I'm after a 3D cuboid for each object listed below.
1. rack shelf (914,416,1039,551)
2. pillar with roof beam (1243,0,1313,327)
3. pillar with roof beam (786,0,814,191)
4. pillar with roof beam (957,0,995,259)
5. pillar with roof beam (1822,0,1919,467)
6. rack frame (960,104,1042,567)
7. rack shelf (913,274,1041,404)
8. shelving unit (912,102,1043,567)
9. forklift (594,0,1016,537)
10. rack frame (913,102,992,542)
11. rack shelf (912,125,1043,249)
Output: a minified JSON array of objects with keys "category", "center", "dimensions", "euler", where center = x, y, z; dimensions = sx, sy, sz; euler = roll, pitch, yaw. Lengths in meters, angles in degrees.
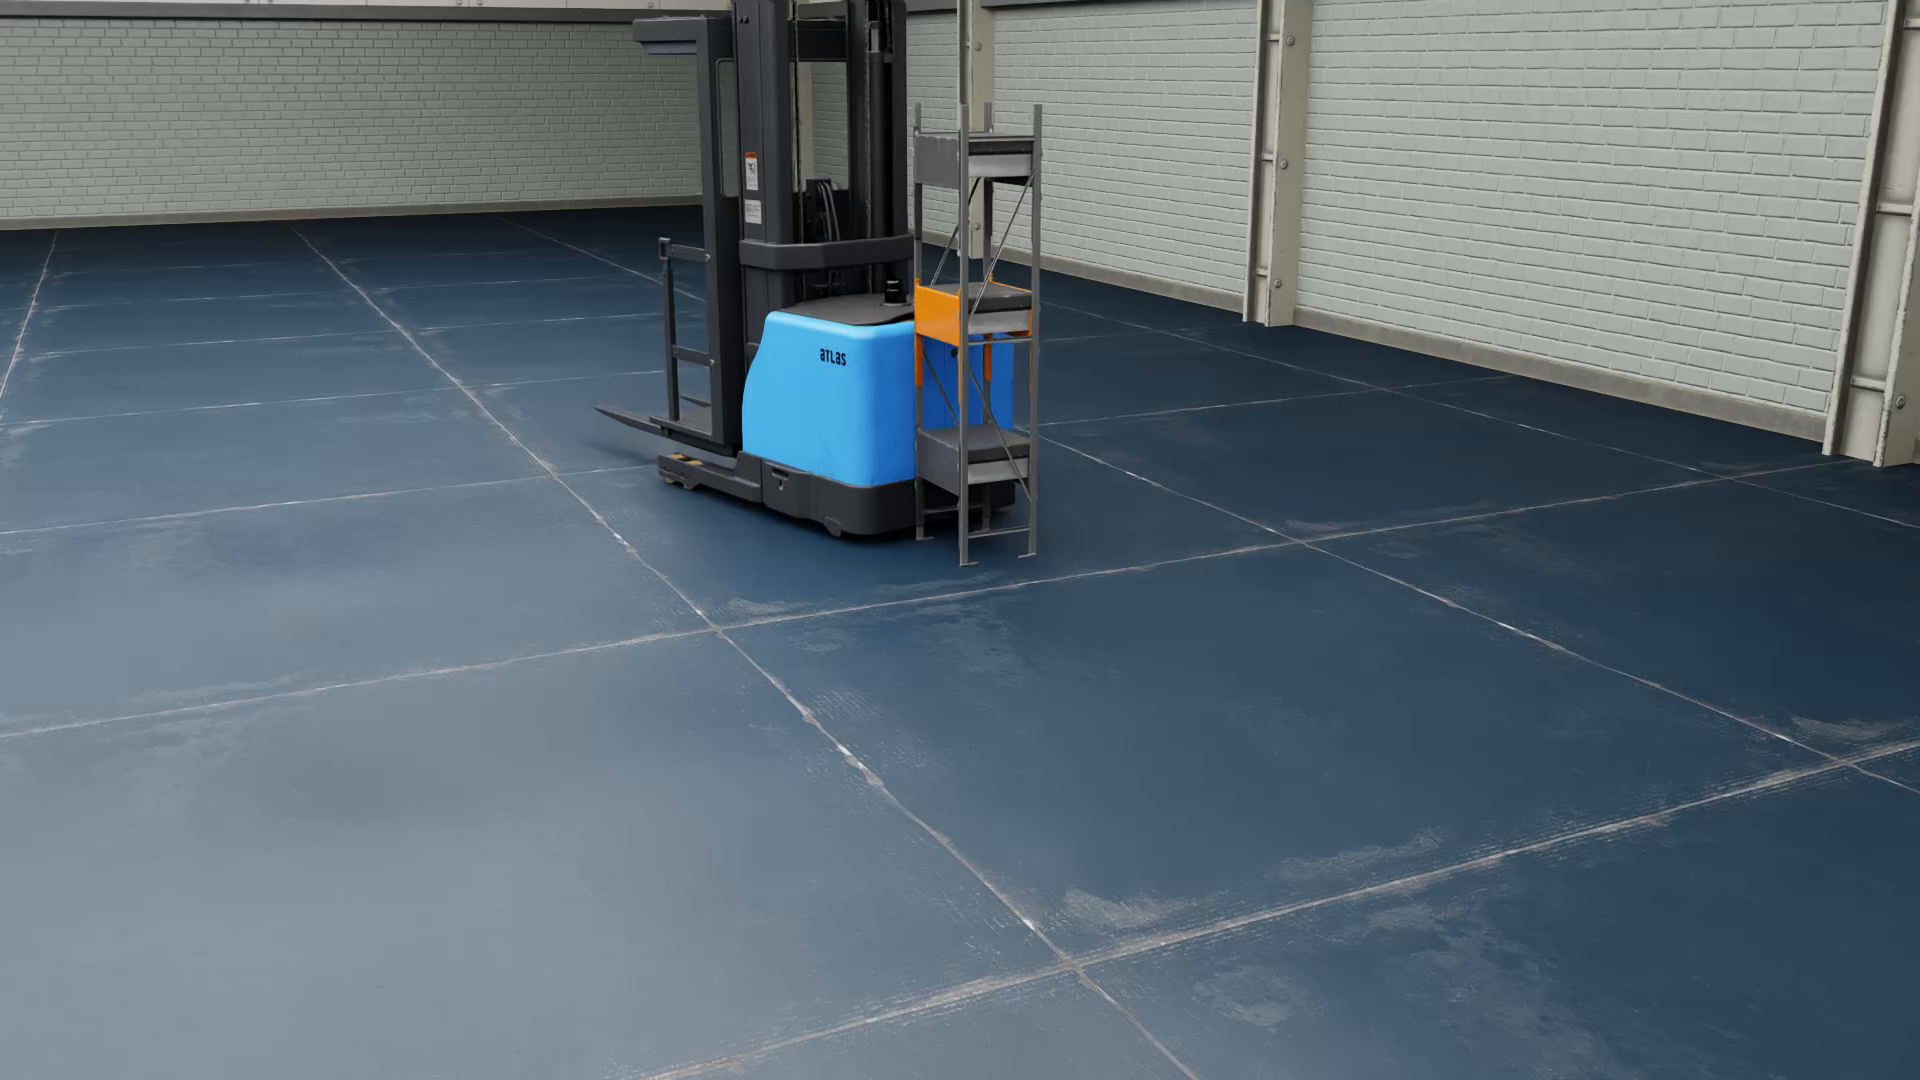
[{"category":"rack shelf","center":[0.074,-0.282,8.013],"dimensions":[0.431,0.518,0.480],"euler":[-8,18,-25]},{"category":"pillar with roof beam","center":[-1.054,-5.787,12.102],"dimensions":[9.100,9.000,0.400],"euler":[-8,18,-25]},{"category":"pillar with roof beam","center":[-6.311,-8.762,22.471],"dimensions":[9.100,9.000,0.400],"euler":[-8,18,-25]},{"category":"pillar with roof beam","center":[-3.683,-7.275,17.287],"dimensions":[9.100,9.000,0.400],"euler":[-8,18,-25]},{"category":"pillar with roof beam","center":[1.574,-4.299,6.918],"dimensions":[9.100,9.000,0.400],"euler":[-8,18,-25]},{"category":"rack frame","center":[0.183,-0.907,7.606],"dimensions":[0.400,2.100,0.015],"euler":[-8,18,-25]},{"category":"rack shelf","center":[0.074,-0.955,7.820],"dimensions":[0.431,0.518,0.480],"euler":[-8,18,-25]},{"category":"shelving unit","center":[0.074,-0.968,7.816],"dimensions":[0.431,2.100,0.503],"euler":[-8,18,-25]},{"category":"forklift","center":[-1.043,-1.763,9.082],"dimensions":[1.130,2.935,3.031],"euler":[-13,21,-38]},{"category":"rack frame","center":[-0.034,-1.028,8.027],"dimensions":[0.400,2.100,0.015],"euler":[-8,18,-25]},{"category":"rack shelf","center":[0.074,-1.628,7.627],"dimensions":[0.431,0.518,0.480],"euler":[-8,18,-25]}]
